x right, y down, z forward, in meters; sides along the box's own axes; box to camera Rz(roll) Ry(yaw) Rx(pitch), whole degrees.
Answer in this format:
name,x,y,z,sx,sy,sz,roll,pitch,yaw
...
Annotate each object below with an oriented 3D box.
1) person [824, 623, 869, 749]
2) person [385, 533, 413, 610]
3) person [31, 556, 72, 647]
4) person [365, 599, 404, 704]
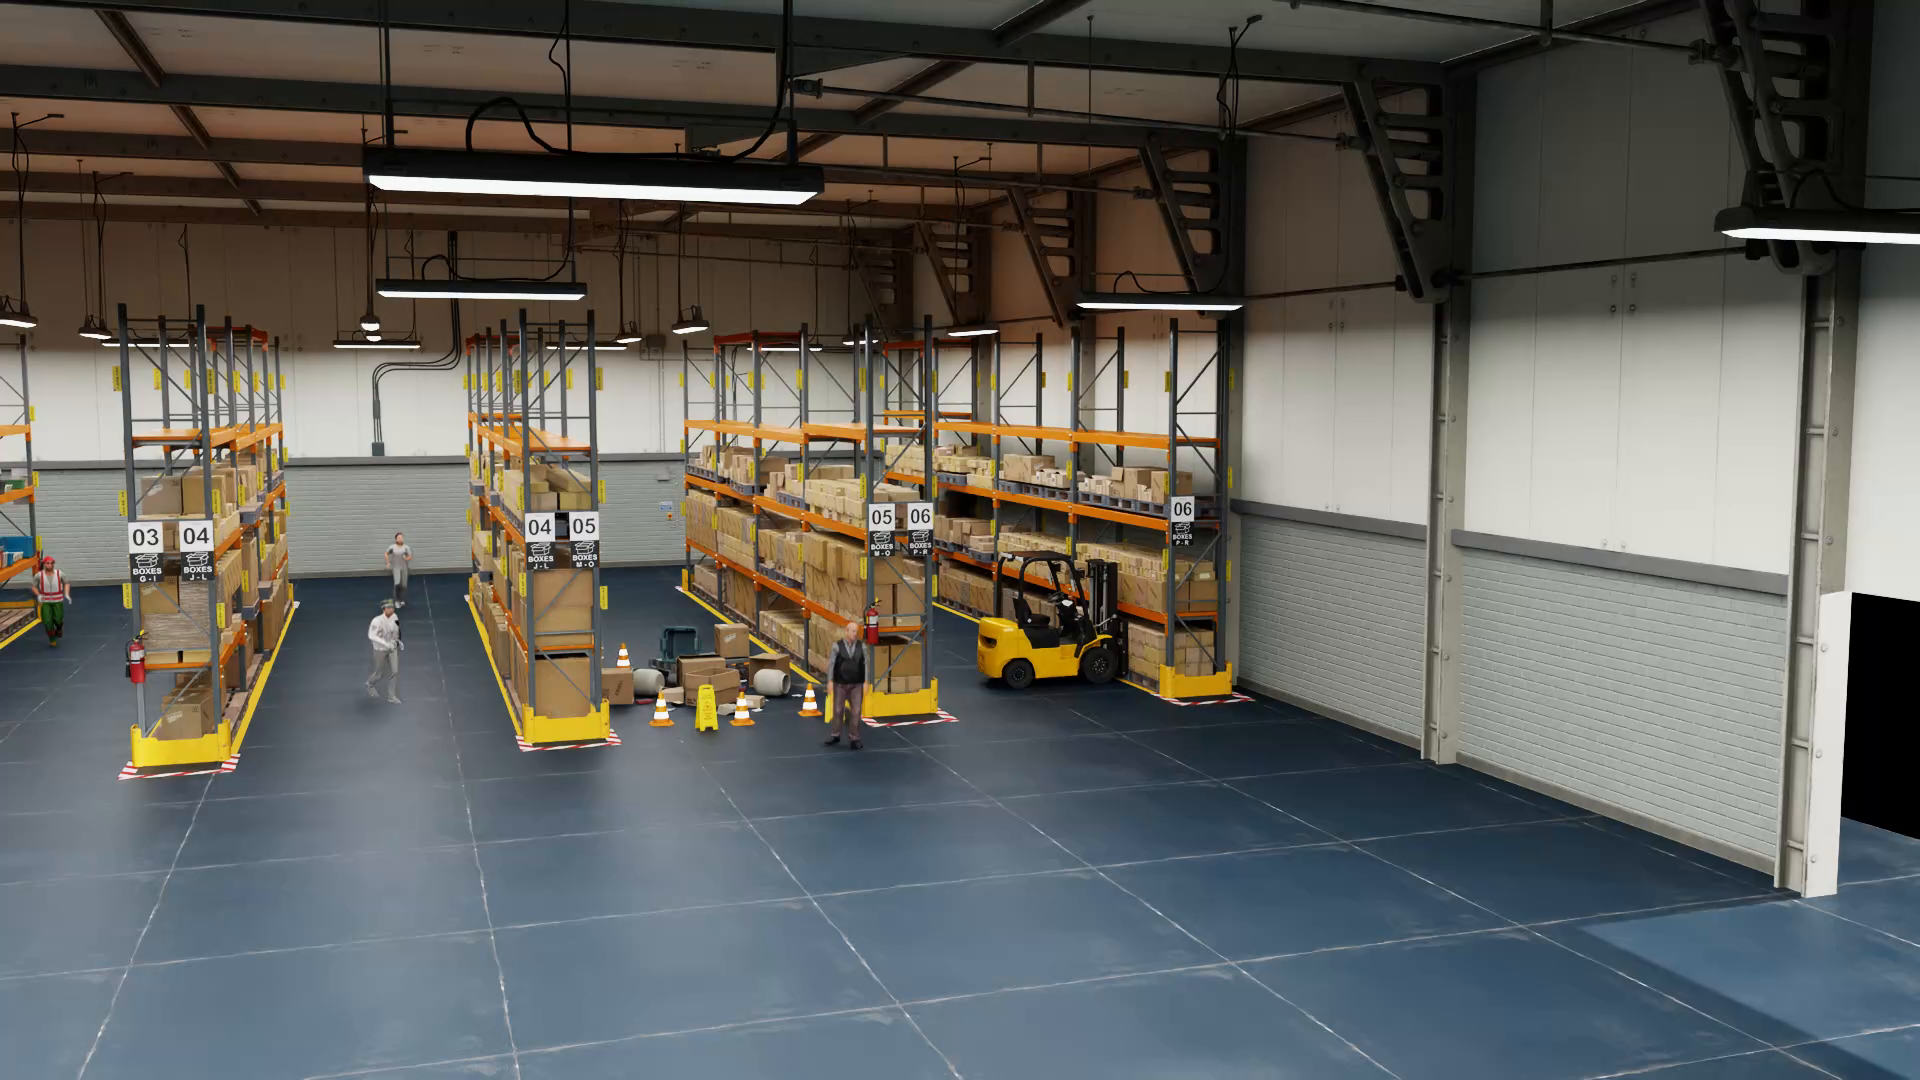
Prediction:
name,x,y,z,sx,sy,sz,roll,pitch,yaw
person,-1.554,1.987,22.822,0.615,1.727,0.485,-1,6,-14
person,-12.398,0.685,36.789,0.555,1.682,0.700,-3,6,-26
person,-17.204,1.157,31.498,0.659,1.726,0.645,-3,6,-27
person,-9.050,1.721,26.056,0.846,1.649,0.598,5,7,42
